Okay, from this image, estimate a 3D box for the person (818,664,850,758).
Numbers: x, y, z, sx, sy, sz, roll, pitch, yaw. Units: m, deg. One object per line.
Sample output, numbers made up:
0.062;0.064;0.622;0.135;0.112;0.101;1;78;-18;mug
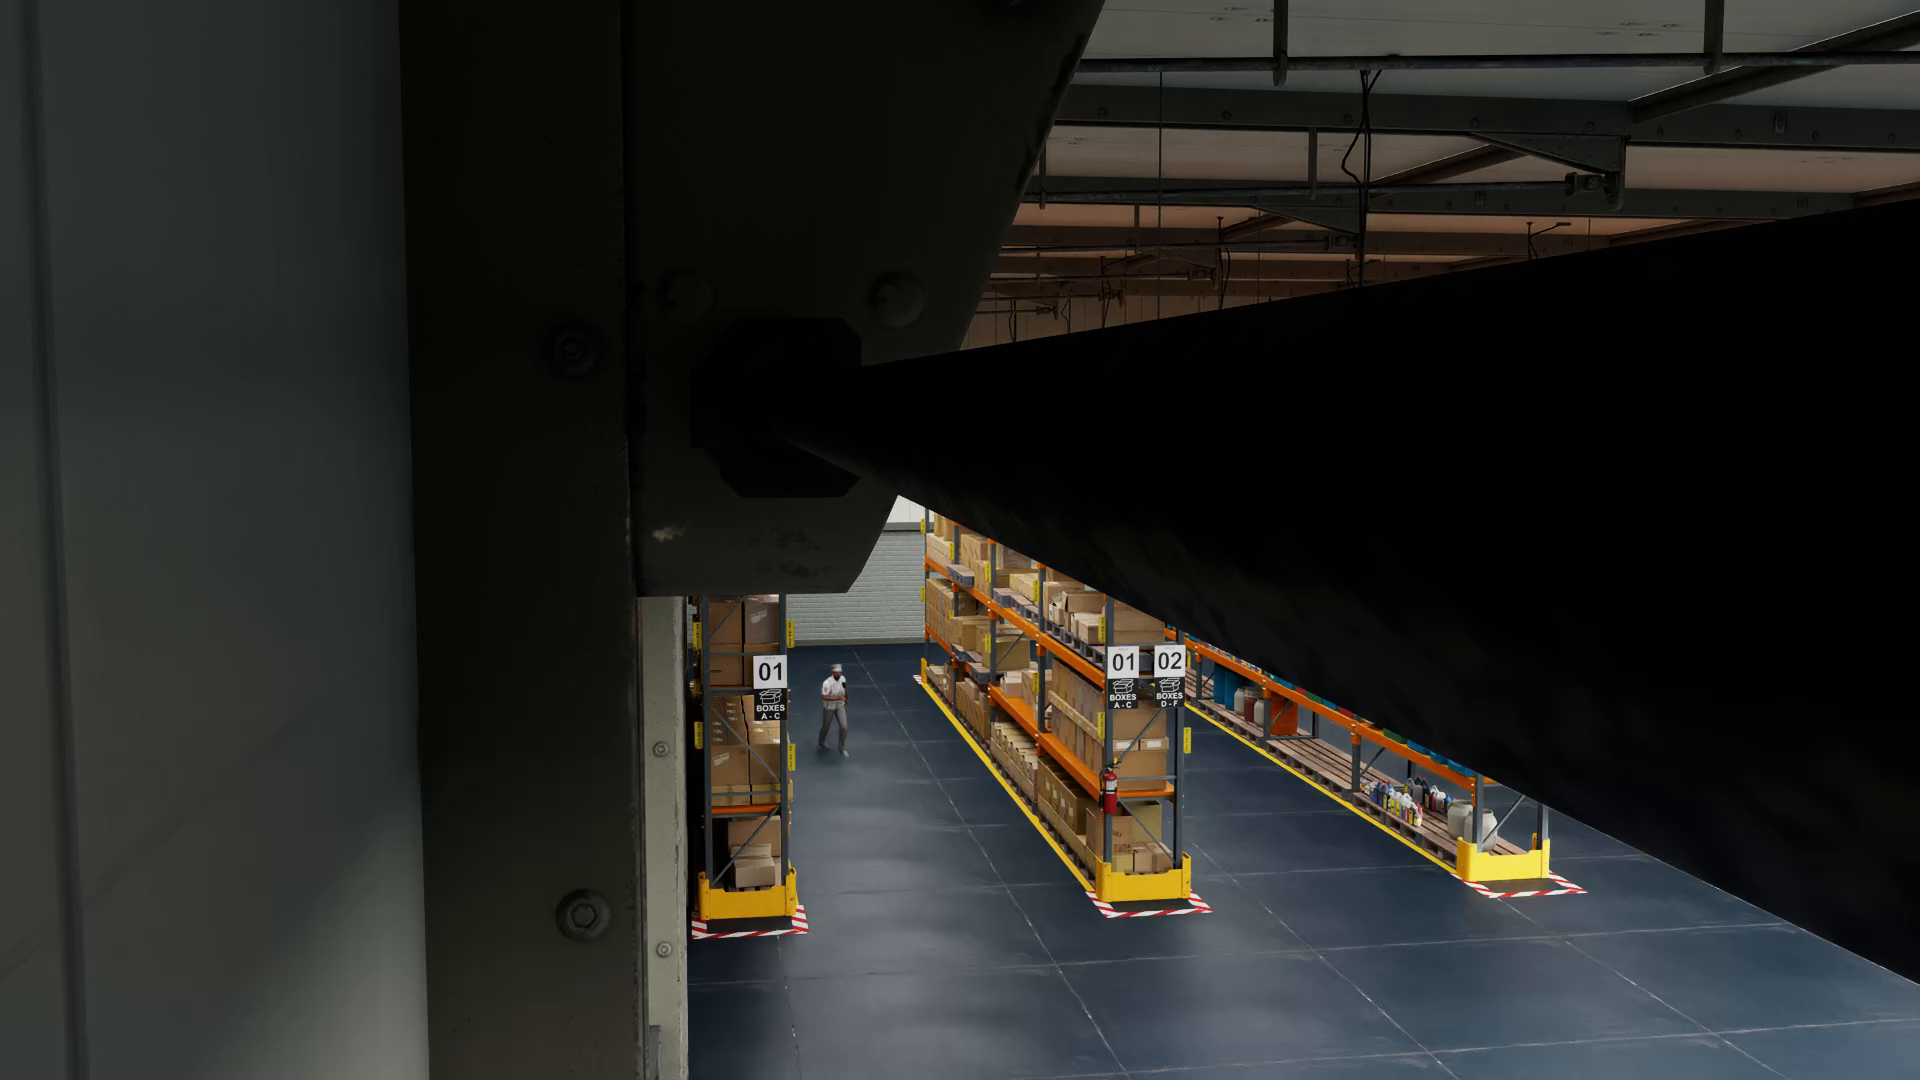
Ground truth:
-2.207;2.958;29.134;0.581;1.655;0.955;-3;6;-28;person
